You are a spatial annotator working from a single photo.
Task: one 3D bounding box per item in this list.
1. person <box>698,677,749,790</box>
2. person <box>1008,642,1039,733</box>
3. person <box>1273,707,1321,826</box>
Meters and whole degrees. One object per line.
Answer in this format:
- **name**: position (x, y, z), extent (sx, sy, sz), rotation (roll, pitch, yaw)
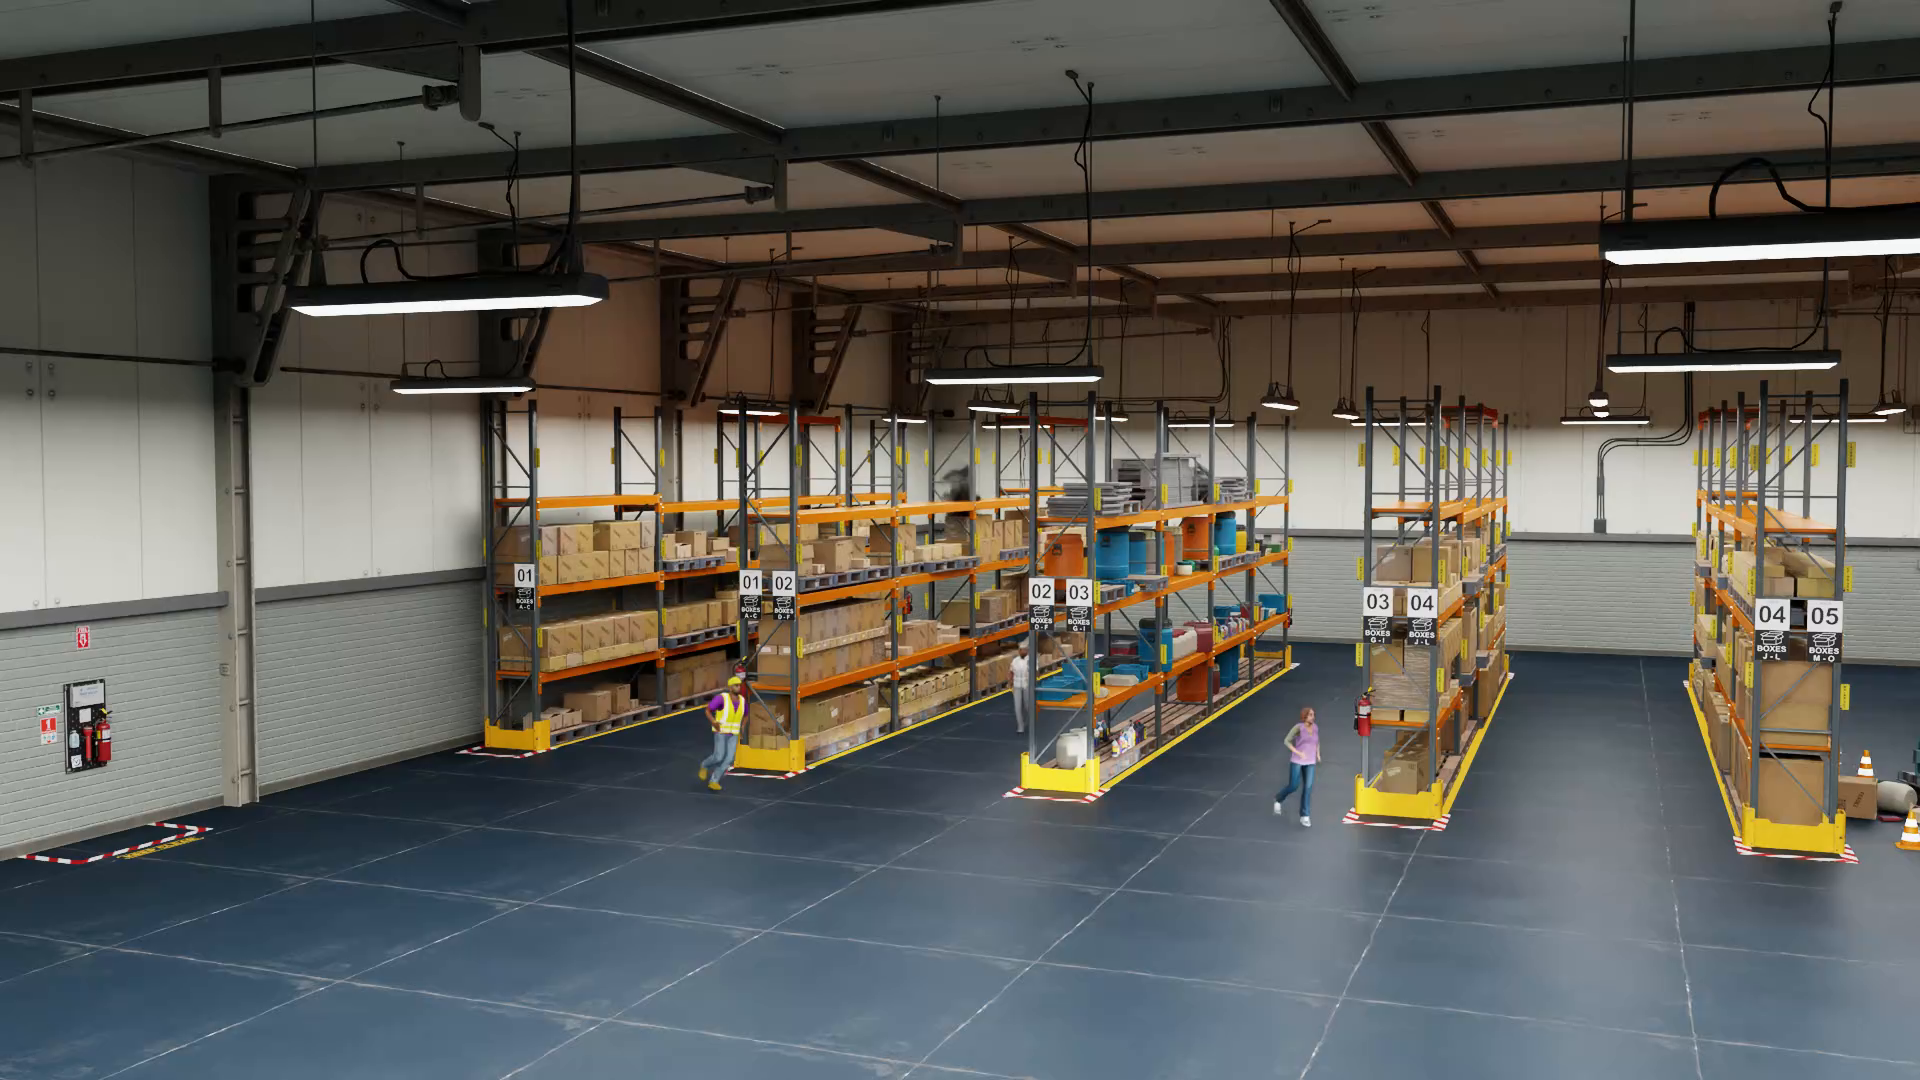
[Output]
- **person**: position (-3.567, 2.917, 25.357), extent (0.739, 1.677, 0.608), rotation (-2, 3, -34)
- **person**: position (1.154, 2.674, 30.407), extent (0.574, 1.649, 0.586), rotation (1, 3, 15)
- **person**: position (4.737, 3.078, 22.863), extent (0.602, 1.562, 0.874), rotation (-1, 3, -17)
